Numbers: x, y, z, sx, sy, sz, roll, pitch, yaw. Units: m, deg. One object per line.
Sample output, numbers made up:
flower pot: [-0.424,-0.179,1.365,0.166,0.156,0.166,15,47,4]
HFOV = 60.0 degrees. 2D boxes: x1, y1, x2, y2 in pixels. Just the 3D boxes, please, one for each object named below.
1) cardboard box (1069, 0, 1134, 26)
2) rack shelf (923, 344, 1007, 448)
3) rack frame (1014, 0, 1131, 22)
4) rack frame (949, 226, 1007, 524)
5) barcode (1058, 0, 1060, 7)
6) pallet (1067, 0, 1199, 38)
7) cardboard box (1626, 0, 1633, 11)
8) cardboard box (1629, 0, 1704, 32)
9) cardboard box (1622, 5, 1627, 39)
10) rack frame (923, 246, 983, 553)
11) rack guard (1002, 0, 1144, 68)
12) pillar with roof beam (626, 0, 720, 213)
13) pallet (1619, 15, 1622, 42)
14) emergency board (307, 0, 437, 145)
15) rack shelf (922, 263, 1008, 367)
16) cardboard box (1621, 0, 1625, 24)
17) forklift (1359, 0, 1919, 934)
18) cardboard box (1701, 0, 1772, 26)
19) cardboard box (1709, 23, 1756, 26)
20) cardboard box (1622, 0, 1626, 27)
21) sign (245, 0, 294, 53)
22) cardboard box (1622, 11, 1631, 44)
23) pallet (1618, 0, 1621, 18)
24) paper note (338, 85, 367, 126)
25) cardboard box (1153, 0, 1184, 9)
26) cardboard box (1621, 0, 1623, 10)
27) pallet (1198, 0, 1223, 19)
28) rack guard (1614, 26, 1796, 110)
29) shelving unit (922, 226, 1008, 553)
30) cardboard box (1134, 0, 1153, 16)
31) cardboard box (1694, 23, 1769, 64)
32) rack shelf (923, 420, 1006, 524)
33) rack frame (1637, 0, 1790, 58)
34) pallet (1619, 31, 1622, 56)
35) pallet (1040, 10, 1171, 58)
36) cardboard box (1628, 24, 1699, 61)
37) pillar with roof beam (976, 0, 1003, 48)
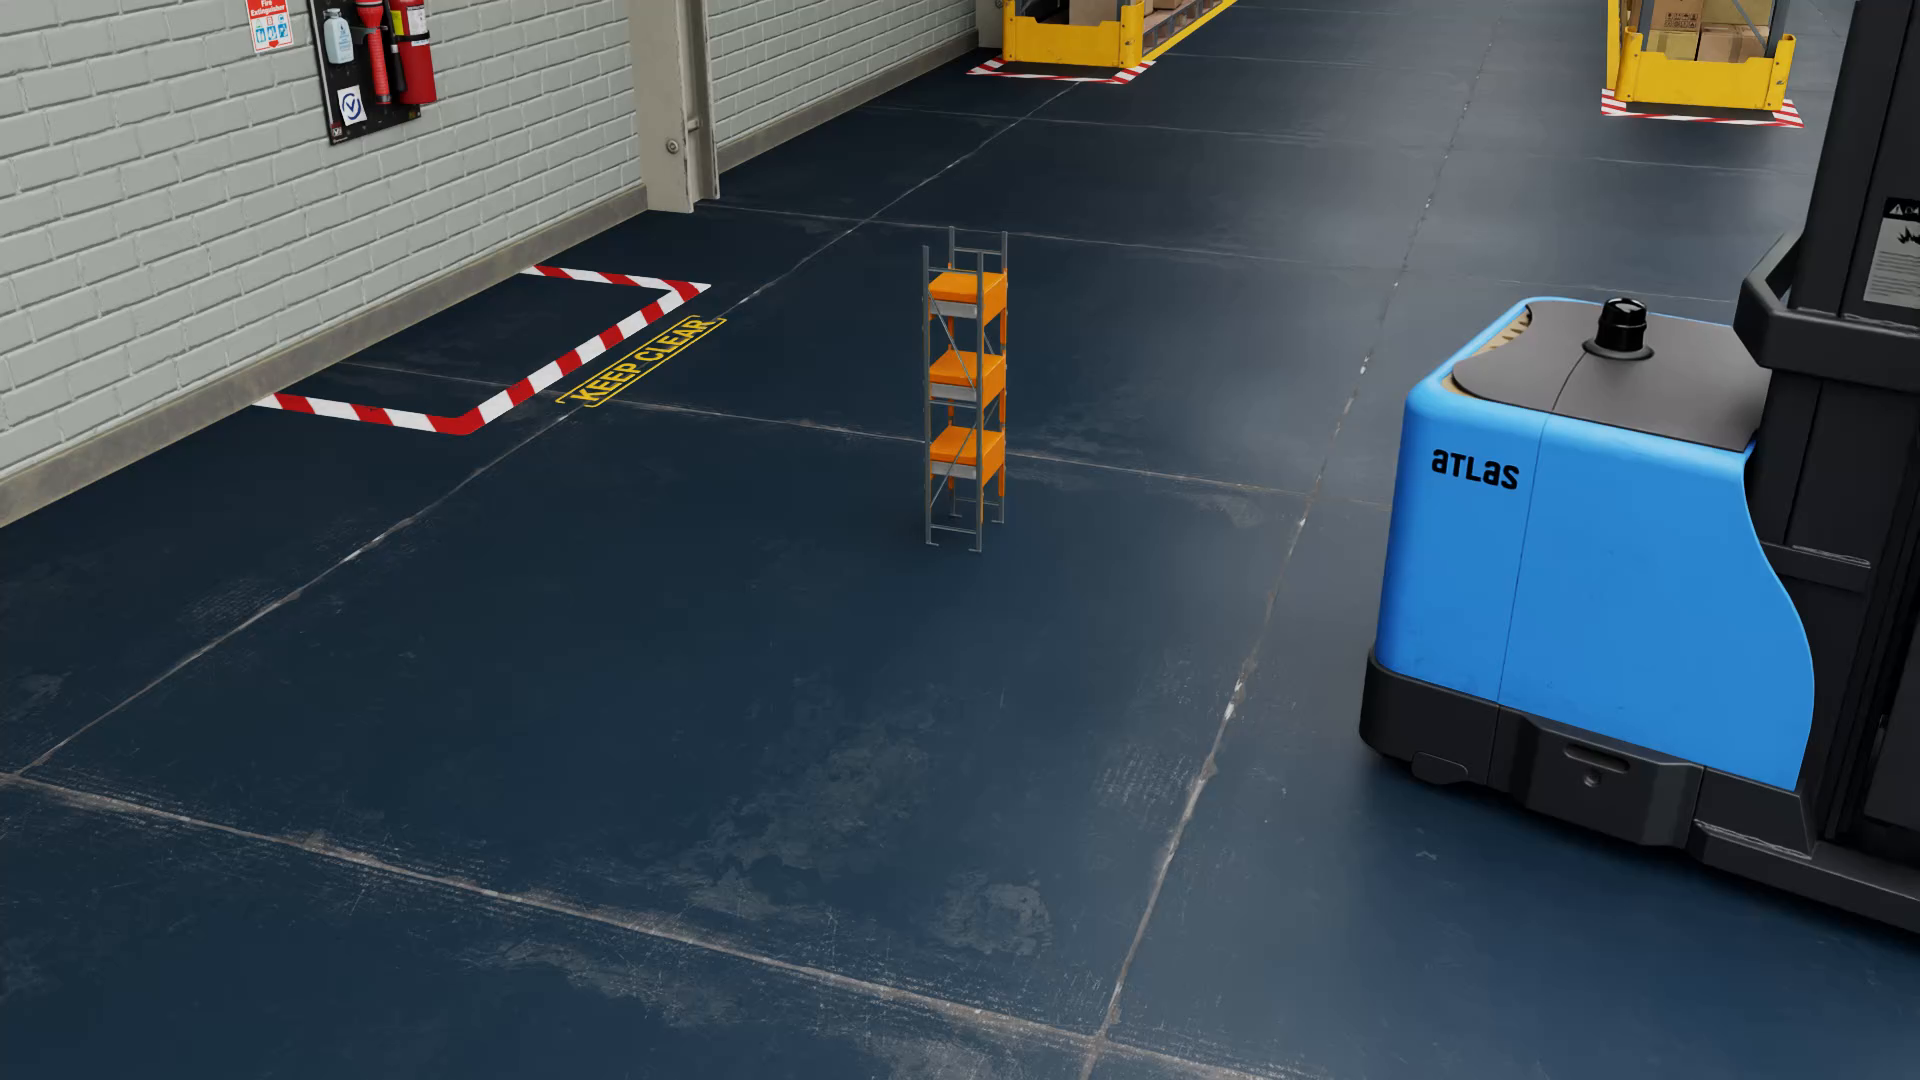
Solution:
cardboard box: [1.241,-4.667,14.527,0.500,0.311,0.500,6,26,12]
rack shelf: [0.018,-0.485,5.571,0.215,0.259,0.240,9,27,17]
rack frame: [0.926,-5.408,13.477,1.000,3.000,0.127,9,27,17]
rack frame: [0.058,-0.545,5.670,0.200,1.050,0.008,9,27,17]
barcode: [0.870,-4.736,14.661,0.001,0.075,0.075,9,27,17]
pallet: [1.663,-5.012,15.860,1.003,0.211,1.213,9,27,17]
cardboard box: [5.815,-4.657,13.738,0.500,0.500,0.500,9,27,17]
cardboard box: [5.496,-4.243,12.885,0.500,0.500,0.500,9,27,17]
cardboard box: [5.818,-4.319,13.901,0.500,0.250,0.500,9,27,17]
rack frame: [-0.023,-0.444,5.463,0.200,1.050,0.008,9,27,17]
rack guard: [0.951,-4.314,14.086,1.175,0.500,0.348,9,27,17]
pillar with roof beam: [2.406,-5.431,6.641,9.100,9.000,0.400,9,27,17]
pallet: [6.626,-4.759,15.337,1.003,0.211,1.213,9,27,17]
emergency board: [-2.512,-2.345,7.152,0.194,1.169,0.643,9,27,17]
rack shelf: [0.018,-0.740,5.448,0.215,0.259,0.240,9,27,17]
cardboard box: [6.147,-4.730,14.751,0.500,0.250,0.500,9,27,17]
forklift: [2.586,-0.531,3.483,3.031,2.935,1.130,17,30,30]
cardboard box: [6.151,-4.374,13.154,0.500,0.500,0.500,9,27,17]
cardboard box: [6.150,-4.037,13.318,0.500,0.250,0.500,9,27,17]
cardboard box: [5.986,-4.524,14.325,0.500,0.250,0.500,9,27,17]
sign: [-2.793,-2.149,6.705,0.001,0.329,0.234,9,27,17]
cardboard box: [5.654,-4.113,13.476,0.500,0.250,0.500,9,27,17]
pallet: [7.138,-5.388,16.636,1.003,0.211,1.213,9,27,17]
paper note: [-2.636,-1.886,7.214,0.016,0.148,0.142,9,27,17]
cardboard box: [1.722,-5.281,15.578,0.700,0.500,0.500,7,27,14]
cardboard box: [6.318,-4.935,15.174,0.500,0.250,0.500,9,27,17]
pallet: [2.067,-5.515,16.899,1.003,0.211,1.213,9,27,17]
rack guard: [5.591,-3.556,12.521,1.175,0.500,0.348,9,27,17]
shelving unit: [0.018,-0.495,5.567,0.215,1.050,0.252,9,27,17]
cardboard box: [1.431,-4.901,15.011,0.500,0.311,0.500,11,28,22]
cardboard box: [5.987,-3.831,12.893,0.500,0.250,0.500,9,27,17]
rack shelf: [0.018,-0.235,5.692,0.215,0.259,0.240,9,27,17]
rack frame: [5.599,-4.691,11.996,1.000,3.000,0.127,9,27,17]
pallet: [6.221,-4.256,14.298,1.003,0.211,1.213,9,27,17]
pallet: [1.255,-4.513,14.828,1.003,0.211,1.213,9,27,17]
cardboard box: [5.498,-3.906,13.048,0.500,0.250,0.500,9,27,17]
pillar with roof beam: [4.403,-7.897,11.733,9.100,9.000,0.400,9,27,17]
